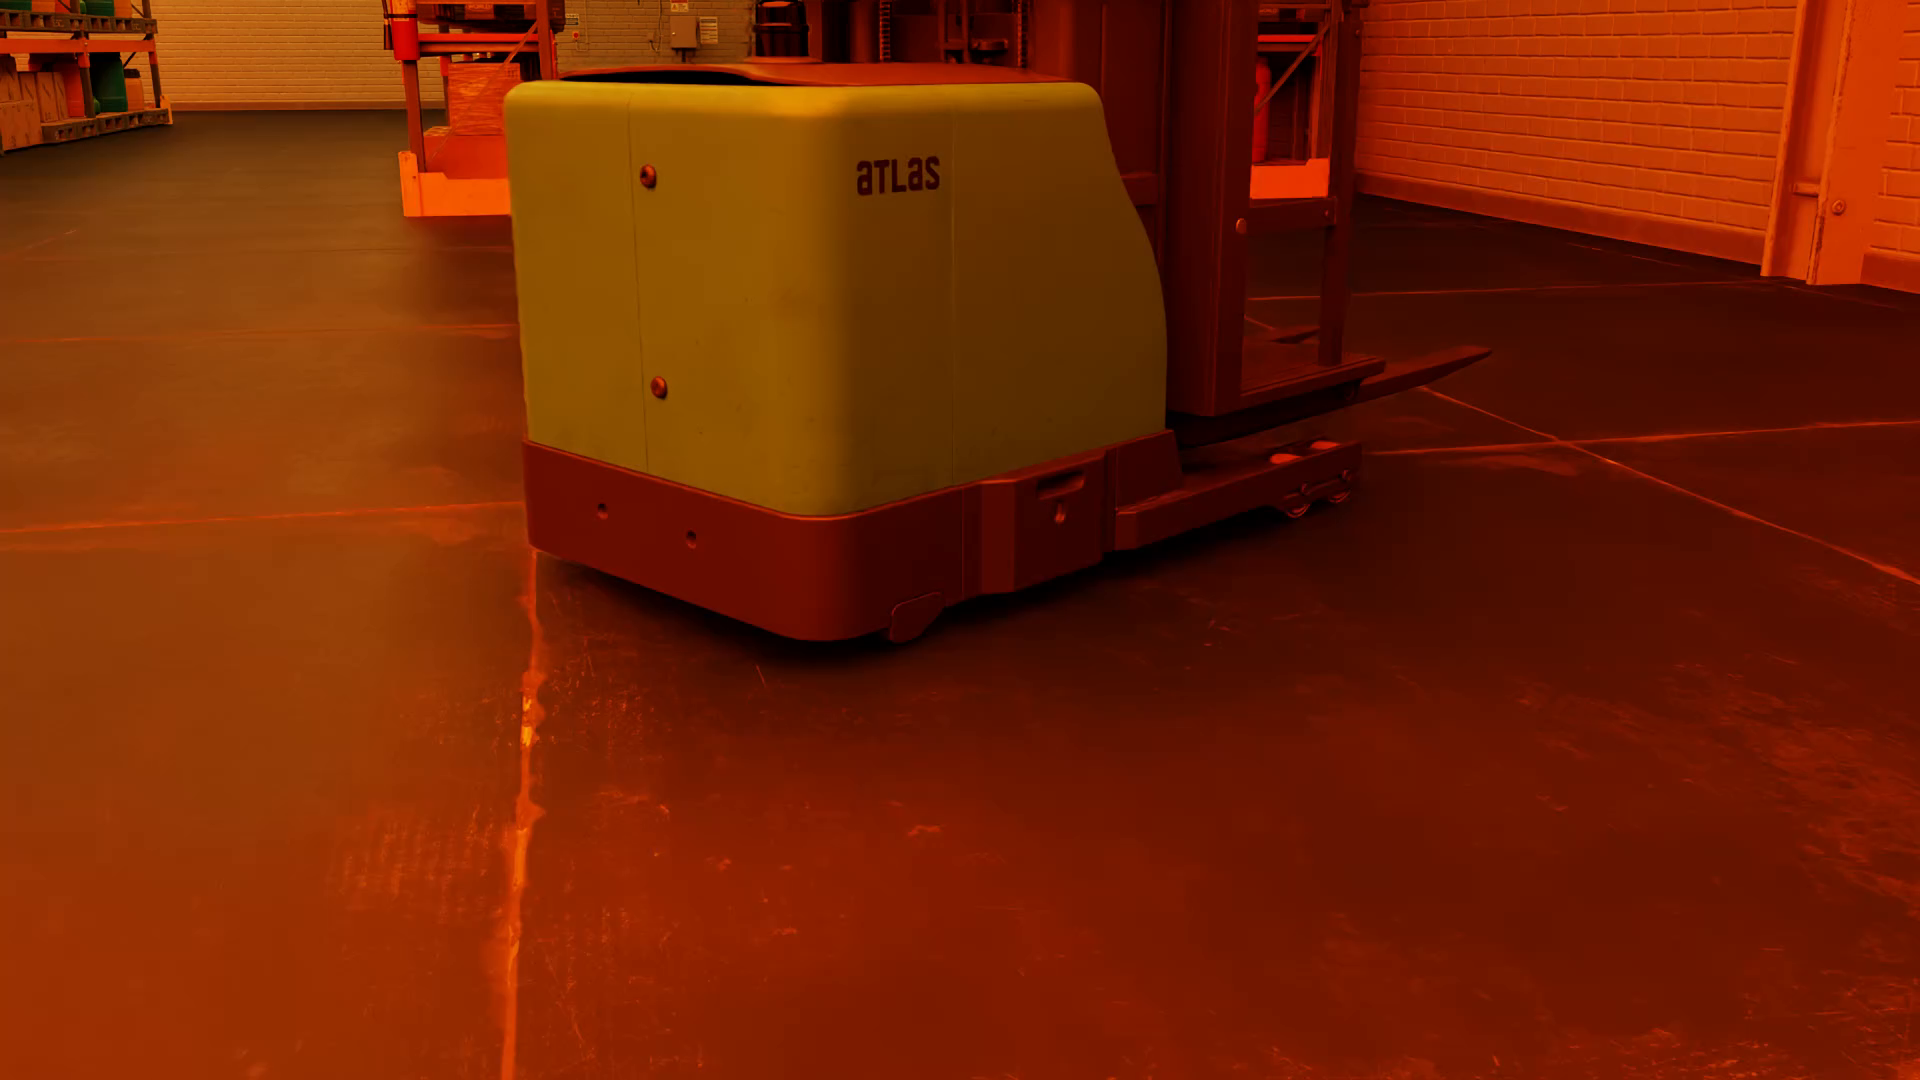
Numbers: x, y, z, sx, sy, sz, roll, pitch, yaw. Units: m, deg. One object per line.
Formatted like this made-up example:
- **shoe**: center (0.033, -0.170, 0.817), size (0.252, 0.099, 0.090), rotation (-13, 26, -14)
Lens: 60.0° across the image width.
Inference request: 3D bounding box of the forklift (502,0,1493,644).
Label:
- **forklift**: center (0.403, -1.548, 4.079), size (1.130, 2.935, 3.031), rotation (15, 22, 41)
